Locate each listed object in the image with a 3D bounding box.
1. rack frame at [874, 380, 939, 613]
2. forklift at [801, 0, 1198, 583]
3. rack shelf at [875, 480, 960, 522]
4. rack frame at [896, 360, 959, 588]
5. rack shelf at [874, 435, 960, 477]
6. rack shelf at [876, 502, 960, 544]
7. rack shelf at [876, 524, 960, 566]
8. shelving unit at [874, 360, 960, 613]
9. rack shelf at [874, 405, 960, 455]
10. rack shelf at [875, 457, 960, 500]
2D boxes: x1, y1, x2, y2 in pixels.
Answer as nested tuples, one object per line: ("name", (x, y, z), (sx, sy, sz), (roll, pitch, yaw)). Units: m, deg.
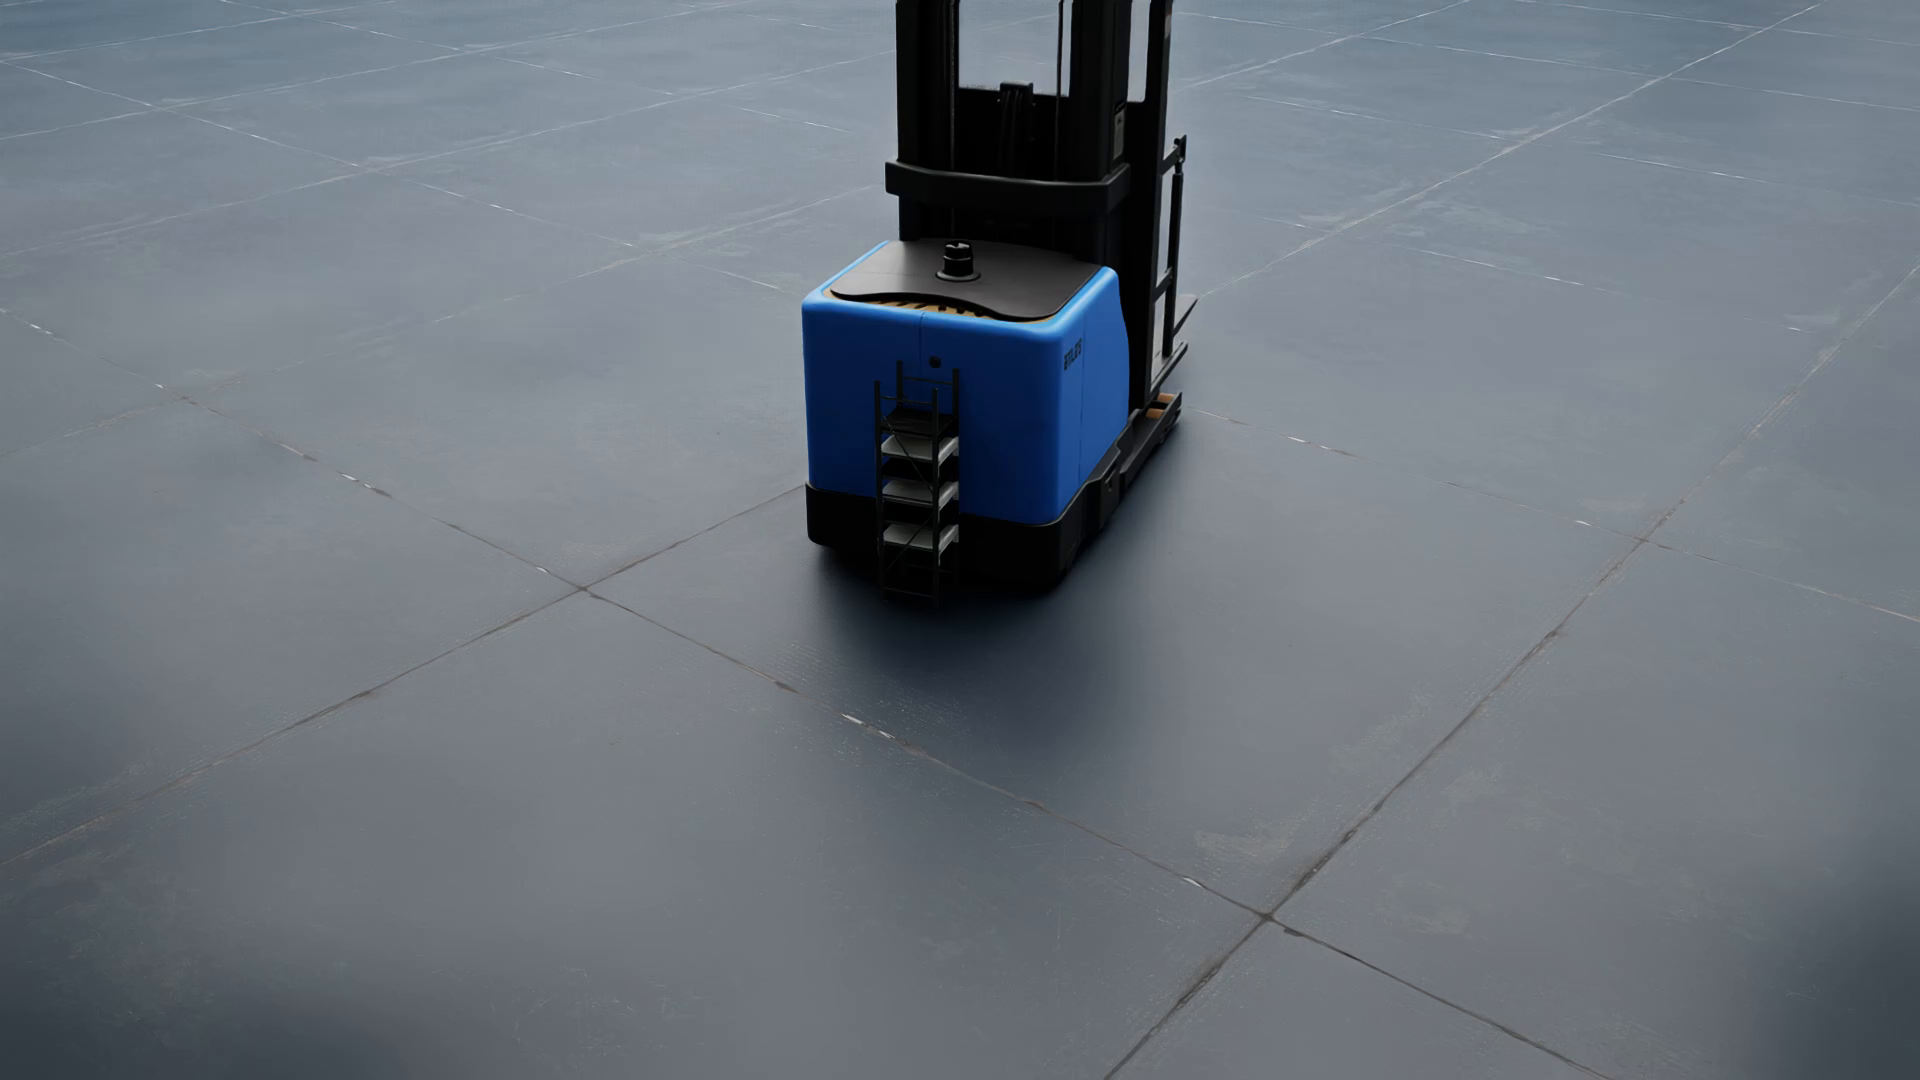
("rack frame", (-0.191, -0.148, 6.056), (0.240, 0.900, 0.006), (10, 29, 18))
("forklift", (0.392, -1.797, 7.034), (1.130, 2.935, 3.031), (10, 29, 18))
("rack shelf", (-0.155, -0.162, 6.156), (0.258, 0.077, 0.200), (10, 29, 18))
("rack frame", (-0.119, -0.235, 6.225), (0.240, 0.900, 0.006), (10, 29, 18))
("rack shelf", (-0.155, -0.322, 6.073), (0.258, 0.077, 0.200), (10, 29, 18))
("rack shelf", (-0.155, -0.082, 6.197), (0.258, 0.077, 0.200), (10, 29, 18))
("rack shelf", (-0.155, -0.002, 6.239), (0.258, 0.077, 0.200), (10, 29, 18))
("shelving unit", (-0.155, -0.191, 6.141), (0.258, 0.900, 0.210), (10, 29, 18))
("rack shelf", (-0.155, -0.402, 6.032), (0.258, 0.077, 0.200), (10, 29, 18))
("rack shelf", (-0.155, -0.242, 6.115), (0.258, 0.077, 0.200), (10, 29, 18))
